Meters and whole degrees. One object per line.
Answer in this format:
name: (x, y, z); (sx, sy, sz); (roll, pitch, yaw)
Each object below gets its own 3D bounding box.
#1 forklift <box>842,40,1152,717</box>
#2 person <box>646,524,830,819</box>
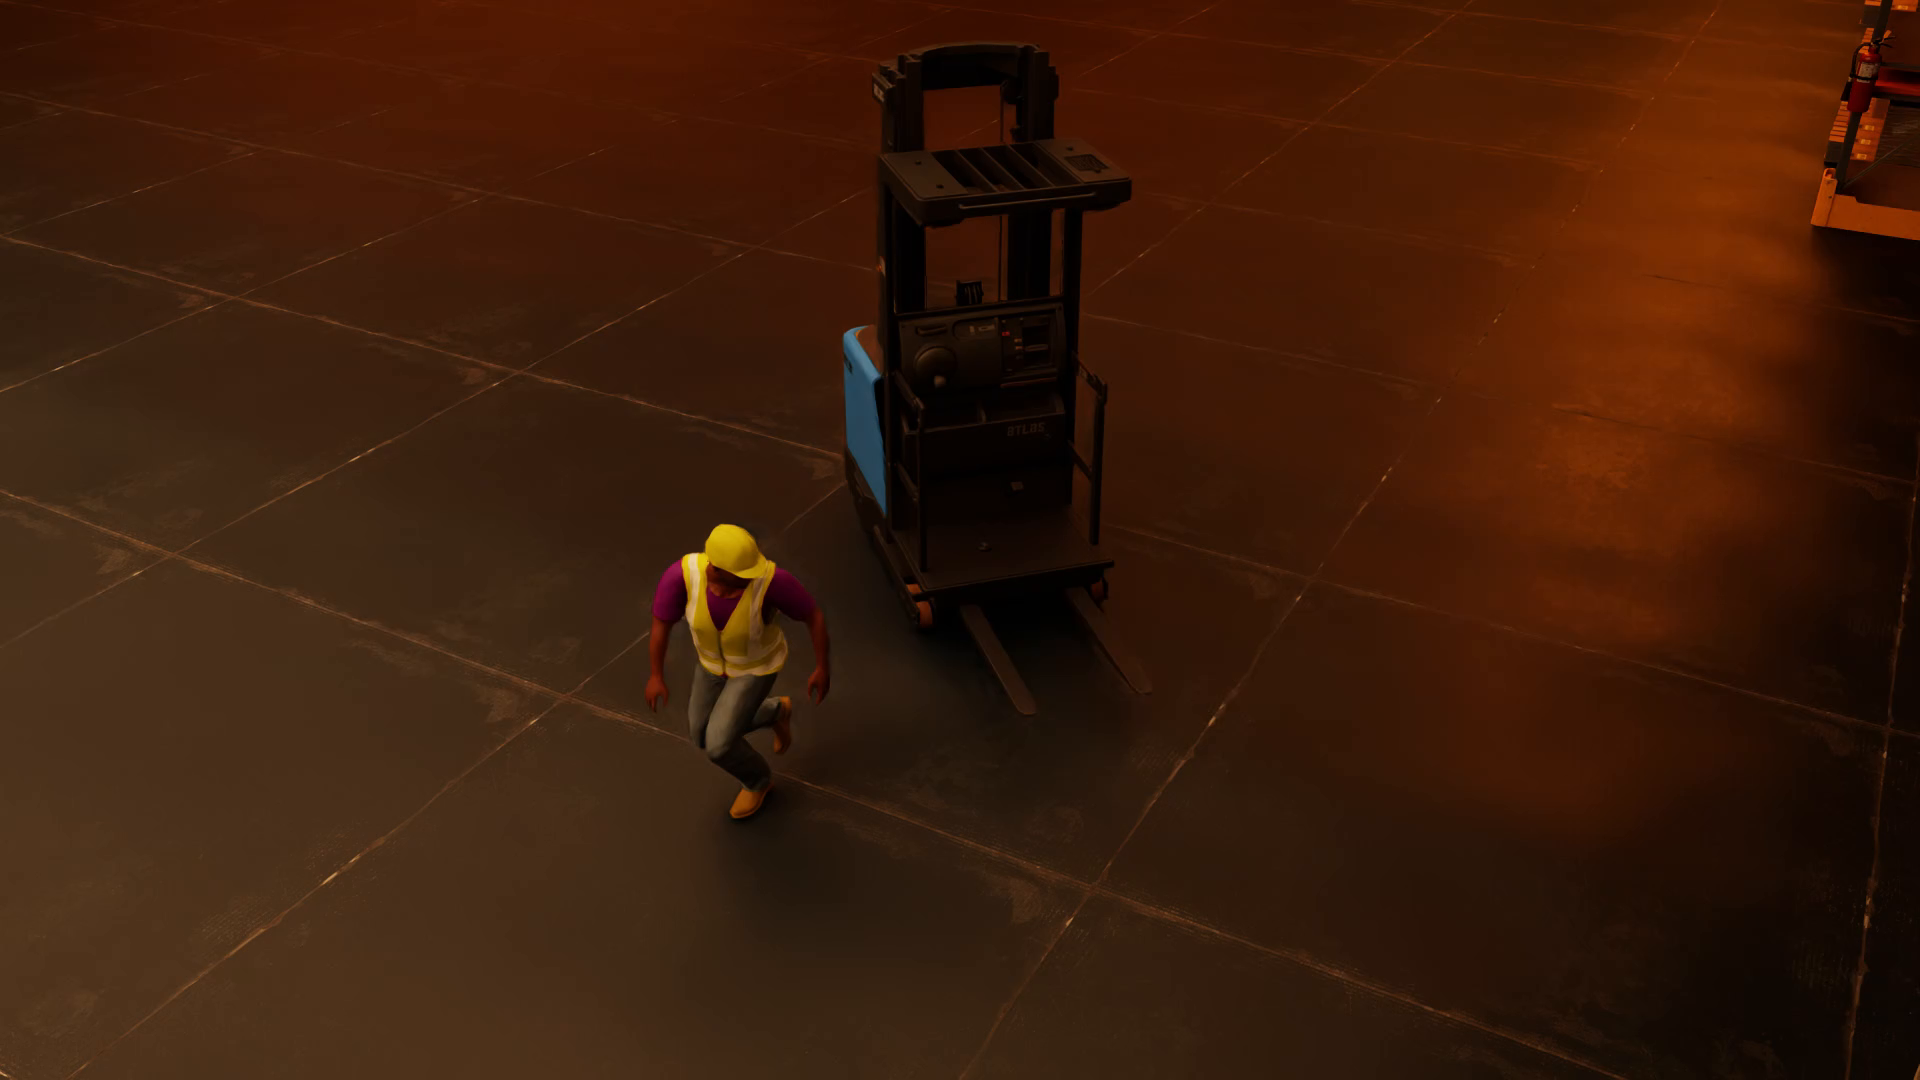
forklift: (0.191, -0.995, 8.794); (1.130, 2.935, 3.031); (-9, 31, -15)
person: (-0.948, 0.518, 7.572); (0.744, 1.543, 0.706); (14, 33, 23)
